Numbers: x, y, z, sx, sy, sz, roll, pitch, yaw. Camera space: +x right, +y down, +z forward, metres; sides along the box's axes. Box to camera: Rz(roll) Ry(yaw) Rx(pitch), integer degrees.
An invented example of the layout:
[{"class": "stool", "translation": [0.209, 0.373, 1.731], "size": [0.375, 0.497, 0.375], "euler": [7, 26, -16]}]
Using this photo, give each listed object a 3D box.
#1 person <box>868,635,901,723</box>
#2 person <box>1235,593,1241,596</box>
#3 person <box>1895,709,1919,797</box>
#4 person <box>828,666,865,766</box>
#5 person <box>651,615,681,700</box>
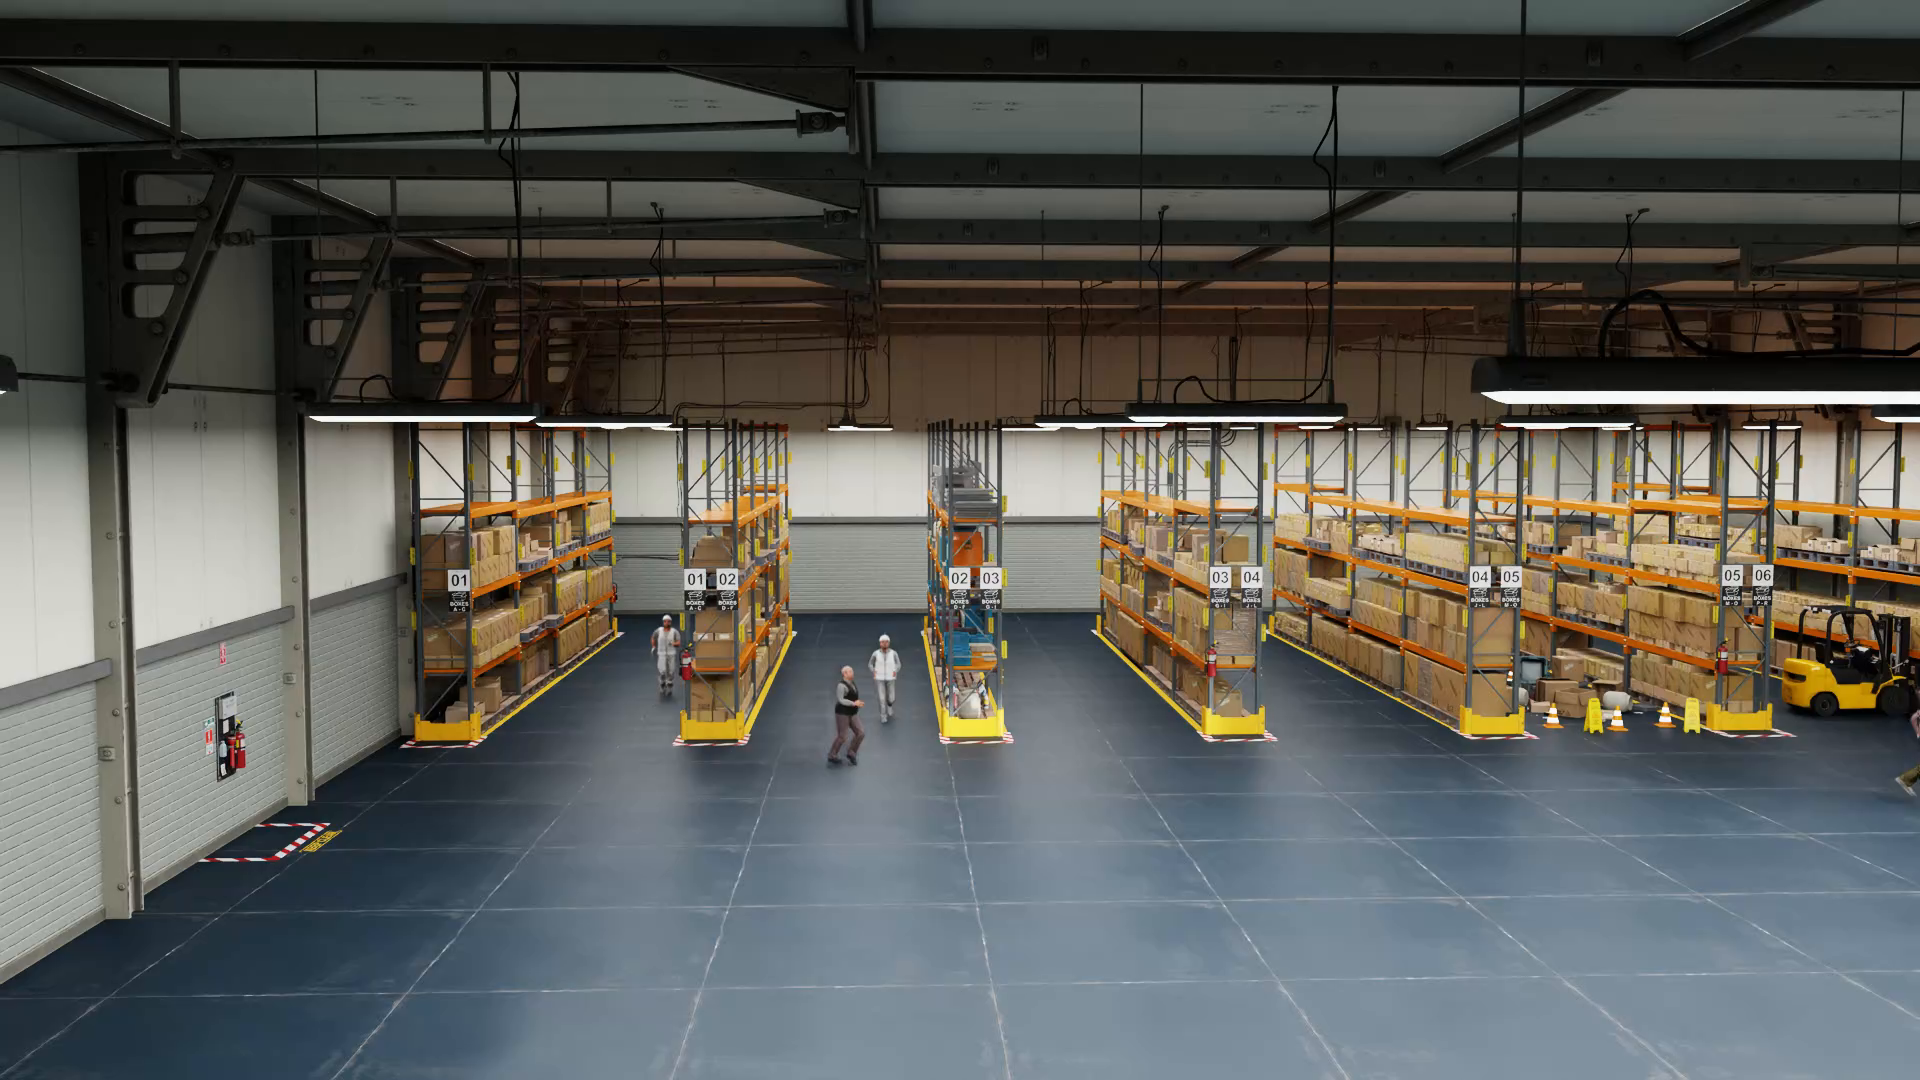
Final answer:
[{"class": "person", "translation": [-1.499, 2.746, 33.029], "size": [0.657, 1.720, 0.612], "euler": [0, 4, -6]}, {"class": "person", "translation": [7.719, 1.916, 46.747], "size": [0.596, 1.666, 0.651], "euler": [0, 4, 8]}, {"class": "person", "translation": [15.007, 3.155, 25.638], "size": [0.699, 1.770, 1.065], "euler": [-4, 5, -45]}, {"class": "person", "translation": [-1.924, 3.053, 28.619], "size": [0.731, 1.777, 0.672], "euler": [2, 4, 26]}, {"class": "person", "translation": [-6.337, 2.533, 35.889], "size": [0.642, 1.828, 0.747], "euler": [-1, 4, -12]}]
